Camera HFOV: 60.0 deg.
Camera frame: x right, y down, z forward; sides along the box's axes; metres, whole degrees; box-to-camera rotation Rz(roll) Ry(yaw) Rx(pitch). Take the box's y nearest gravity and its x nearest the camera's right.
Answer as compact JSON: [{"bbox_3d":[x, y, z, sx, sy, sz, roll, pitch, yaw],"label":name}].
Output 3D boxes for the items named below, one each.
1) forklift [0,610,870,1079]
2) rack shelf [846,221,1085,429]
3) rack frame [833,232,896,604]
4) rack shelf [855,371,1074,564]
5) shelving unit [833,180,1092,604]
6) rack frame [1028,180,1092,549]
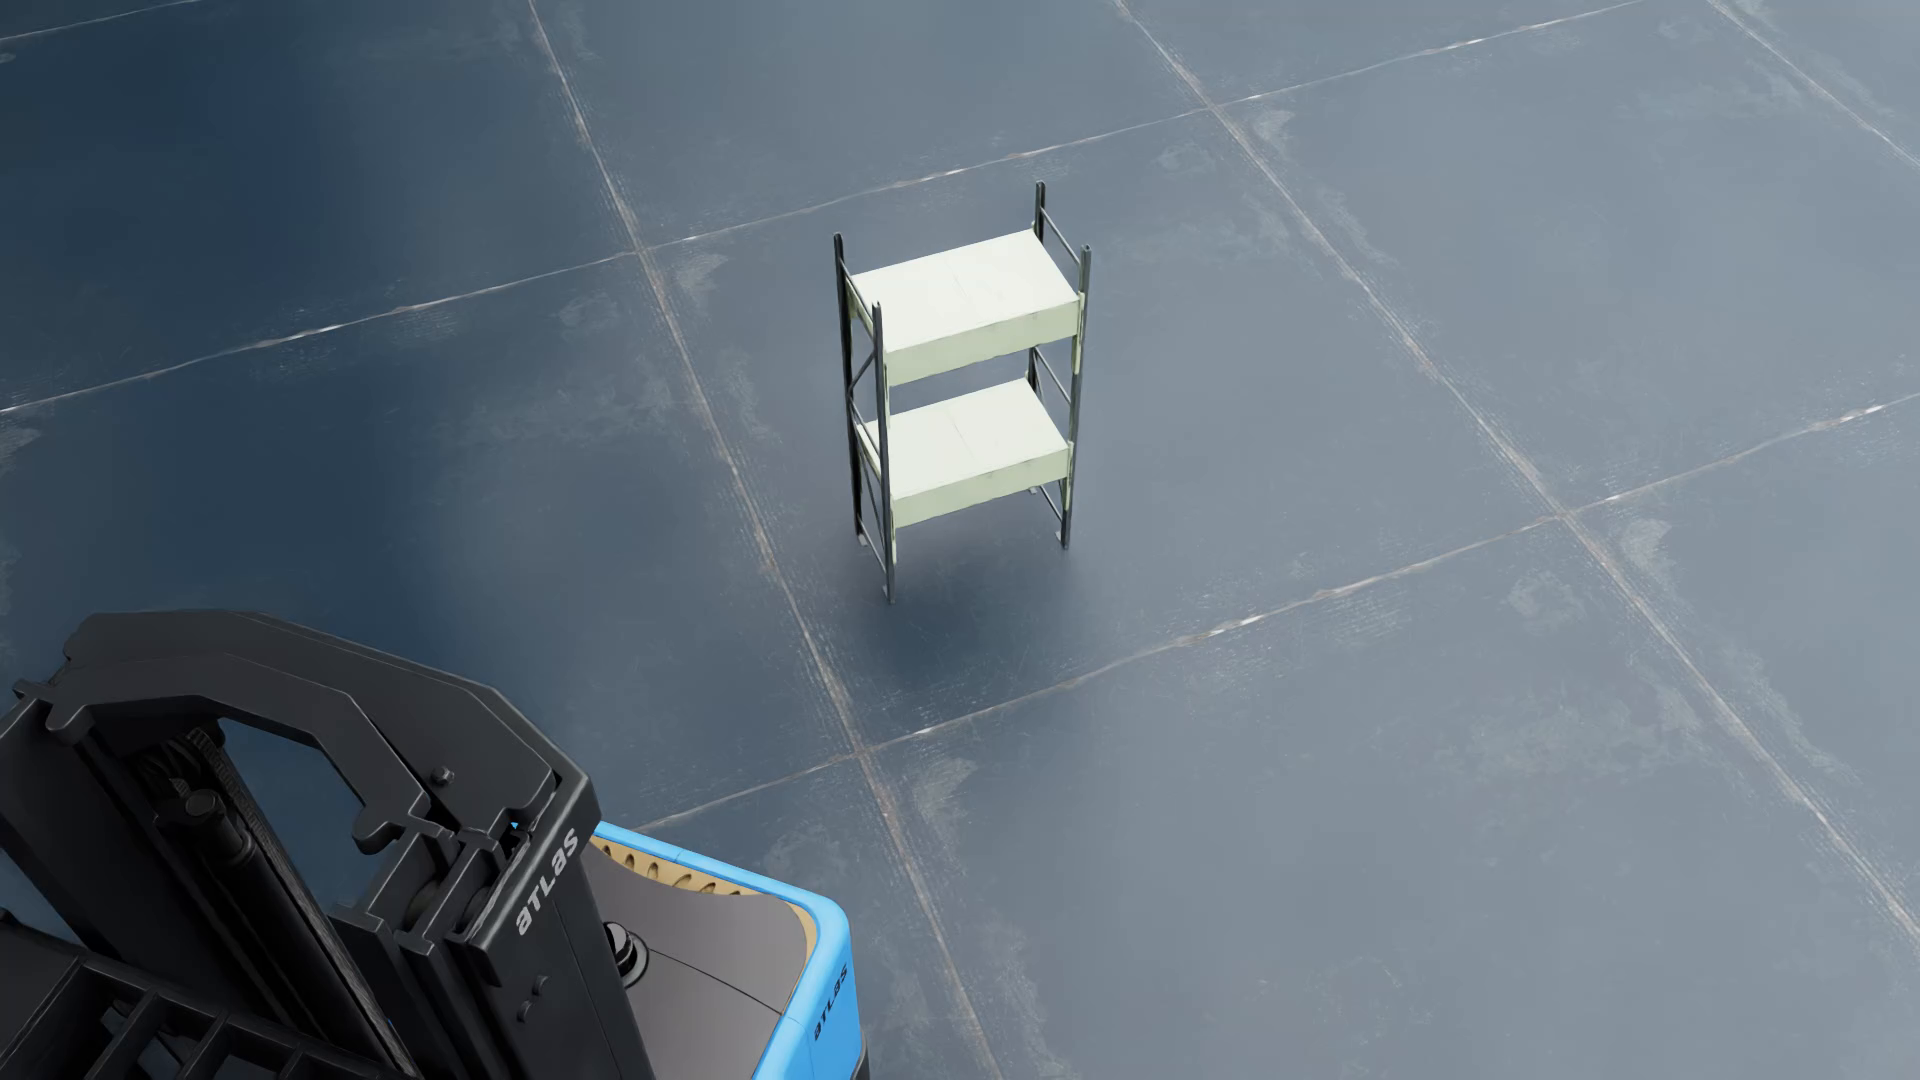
[{"bbox_3d":[-1.264,1.627,3.261,1.130,2.935,3.031,16,51,13],"label":"forklift"},{"bbox_3d":[0.006,-0.745,5.727,0.720,0.370,0.431,-17,52,-14],"label":"rack shelf"},{"bbox_3d":[-0.333,-0.386,5.933,0.023,1.500,0.400,-17,52,-14],"label":"rack frame"},{"bbox_3d":[0.006,-0.278,6.271,0.720,0.370,0.431,-17,52,-14],"label":"rack shelf"},{"bbox_3d":[0.006,-0.491,6.023,0.755,1.500,0.431,-17,52,-14],"label":"shelving unit"},{"bbox_3d":[0.345,-0.596,6.114,0.023,1.500,0.400,-17,52,-14],"label":"rack frame"}]
